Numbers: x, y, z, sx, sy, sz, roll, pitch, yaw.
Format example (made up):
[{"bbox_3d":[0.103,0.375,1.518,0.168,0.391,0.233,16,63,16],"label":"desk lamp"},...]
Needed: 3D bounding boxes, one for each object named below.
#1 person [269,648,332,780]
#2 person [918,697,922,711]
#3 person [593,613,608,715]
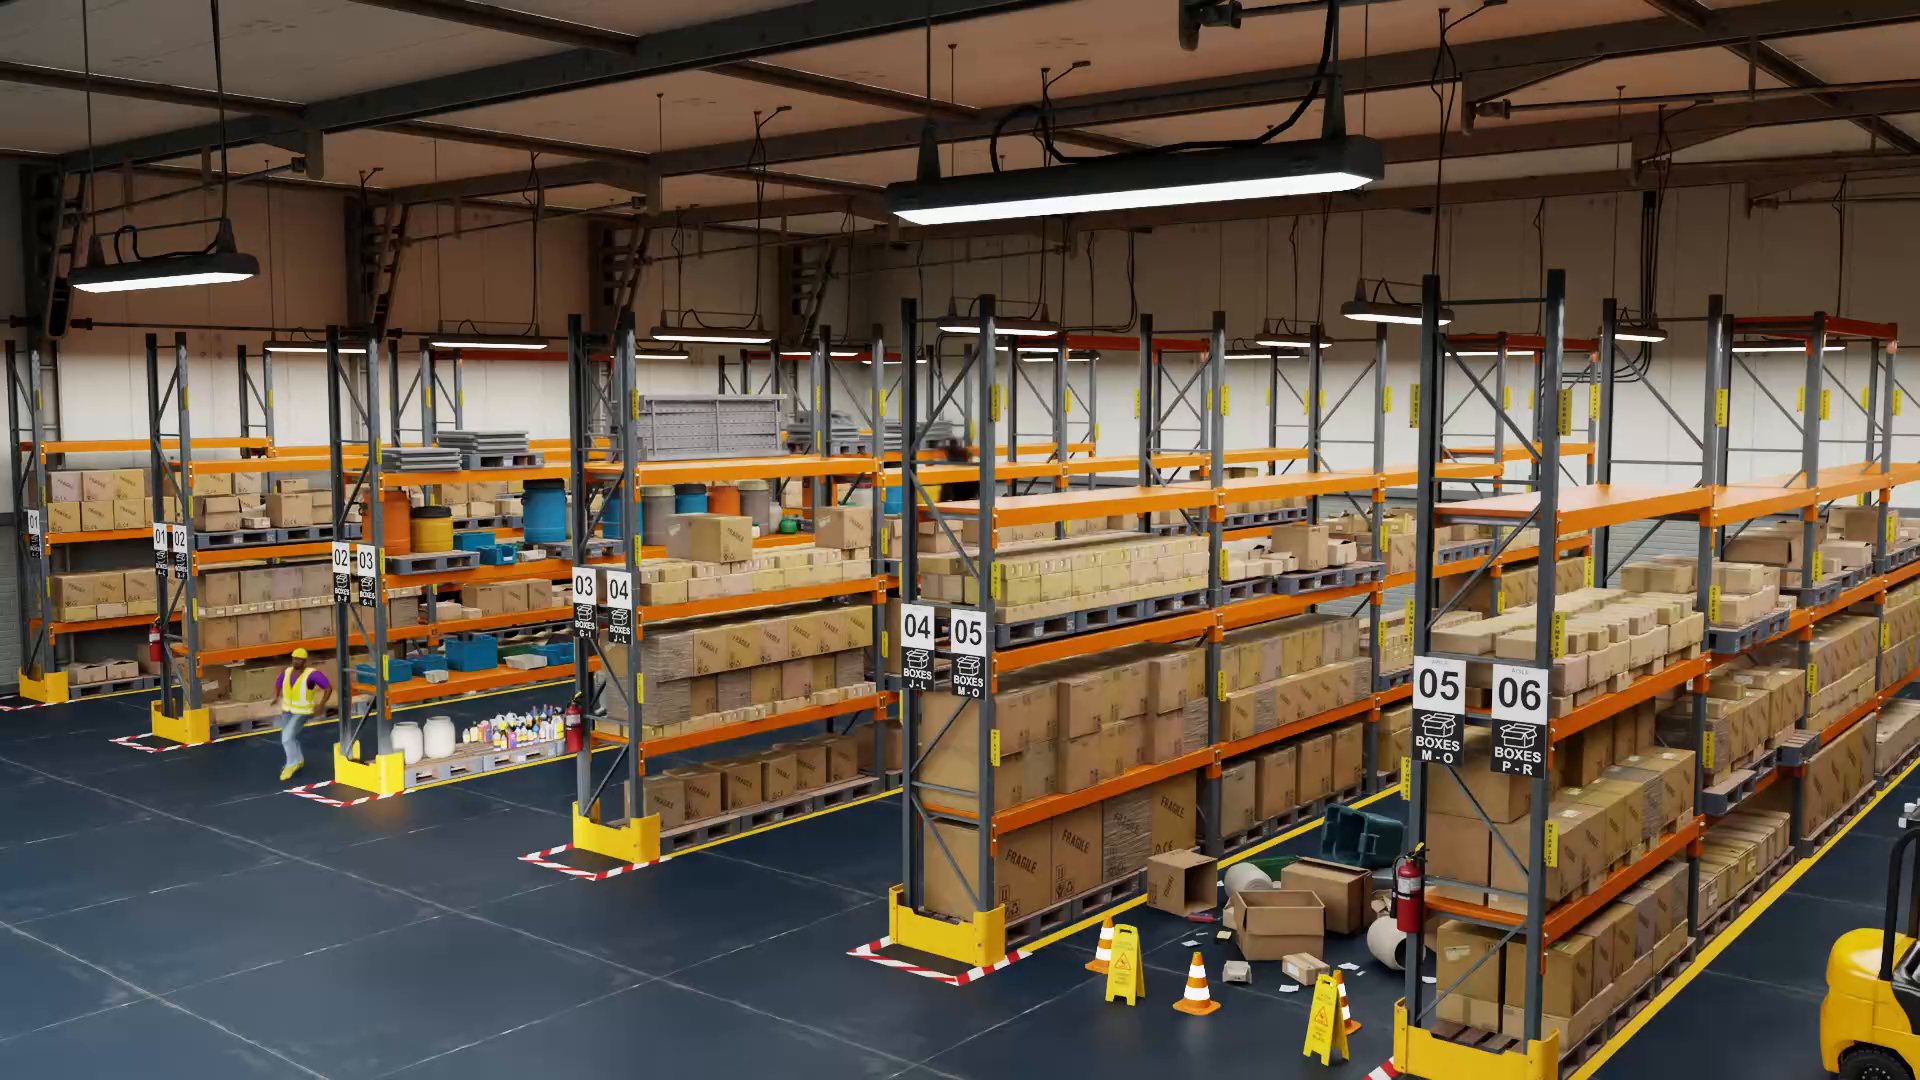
[{"bbox_3d":[-8.851,2.313,22.224,0.764,1.766,0.666,2,5,18],"label":"person"},{"bbox_3d":[-0.611,1.835,24.739,0.561,1.630,0.541,3,6,34],"label":"person"},{"bbox_3d":[-5.629,1.912,26.671,0.712,1.739,0.652,4,7,39],"label":"person"}]
